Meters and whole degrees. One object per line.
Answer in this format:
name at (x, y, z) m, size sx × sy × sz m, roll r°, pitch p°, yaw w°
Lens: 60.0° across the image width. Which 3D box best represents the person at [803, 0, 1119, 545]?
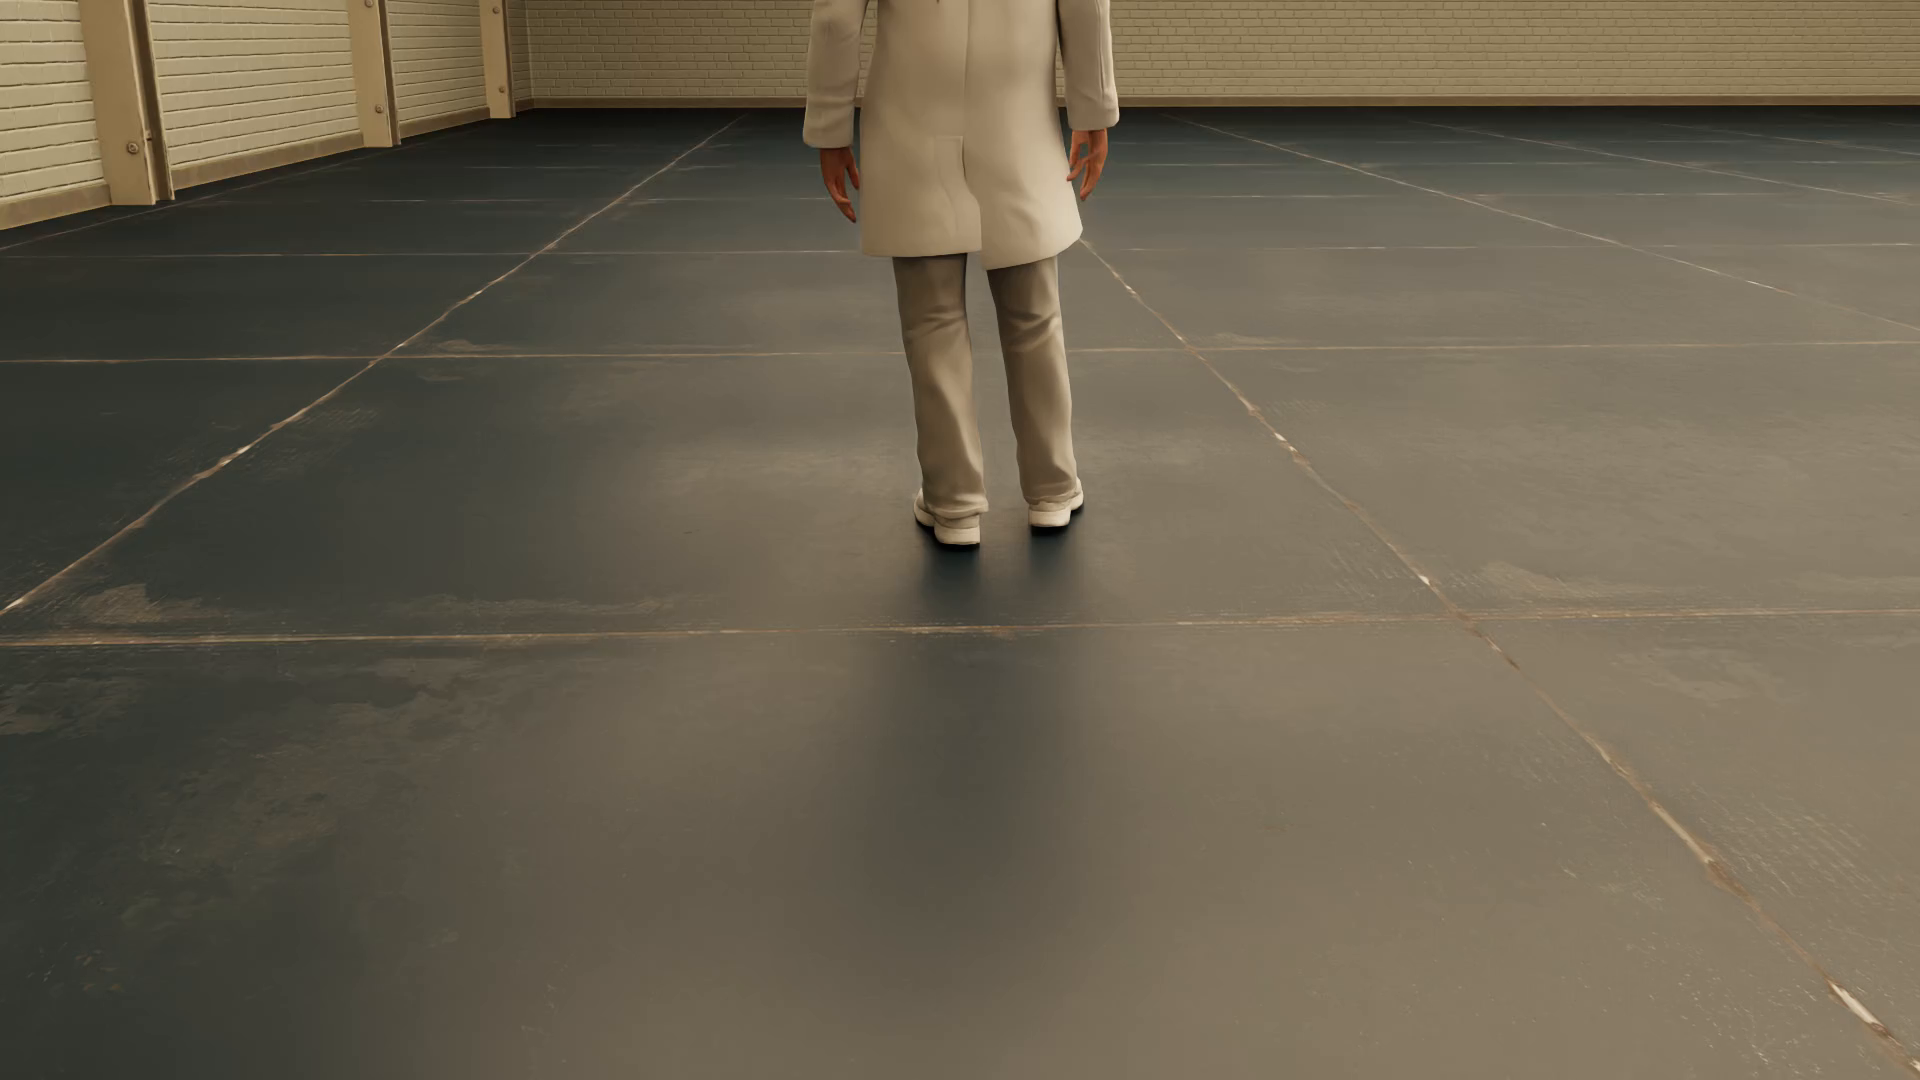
person at (-0.001, -0.884, 3.743) m, size 0.698 × 1.778 × 0.578 m, roll -1°, pitch 17°, yaw -3°
